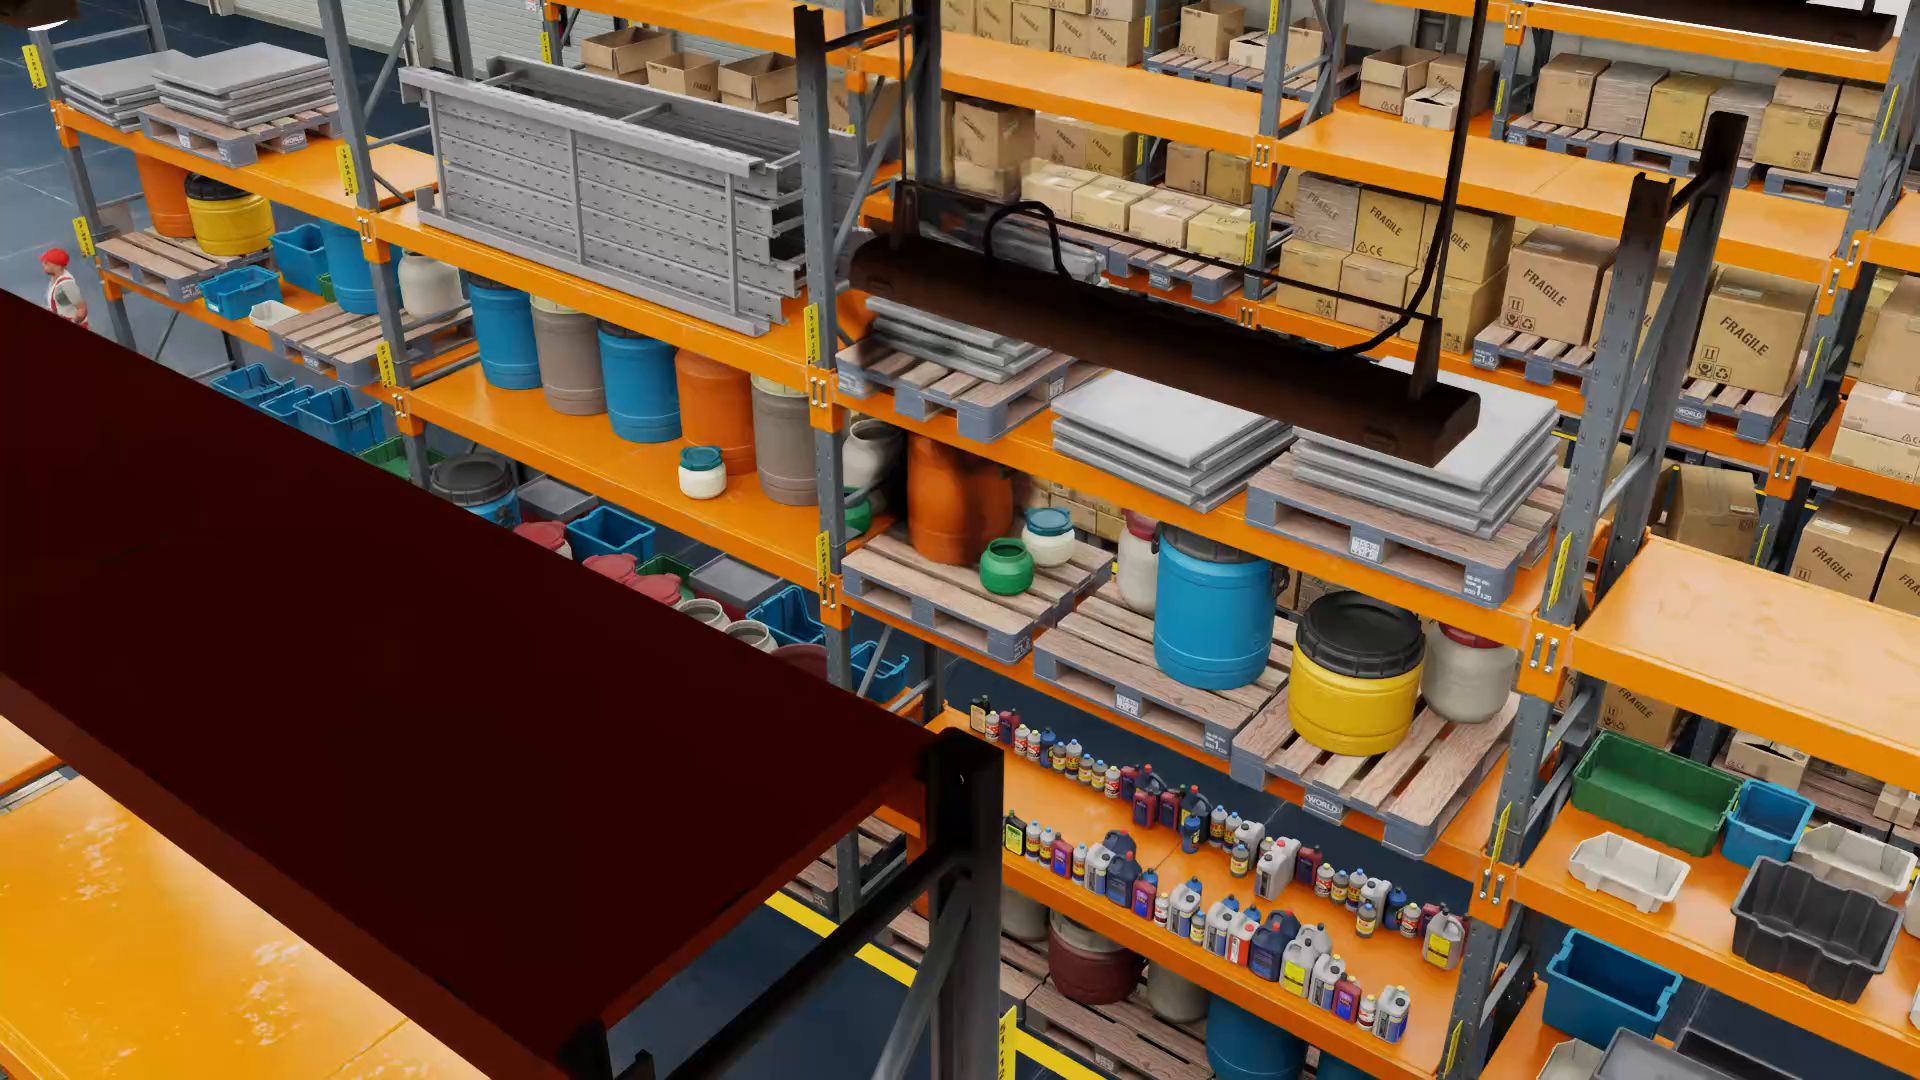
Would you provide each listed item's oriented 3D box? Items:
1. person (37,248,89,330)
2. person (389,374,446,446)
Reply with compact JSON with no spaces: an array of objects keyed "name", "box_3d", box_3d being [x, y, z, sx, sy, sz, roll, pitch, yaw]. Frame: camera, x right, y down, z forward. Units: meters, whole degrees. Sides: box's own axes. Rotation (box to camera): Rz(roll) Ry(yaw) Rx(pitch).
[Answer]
[{"name":"person","box_3d":[-9.190,-2.166,17.148,0.603,1.739,0.649,-17,35,-25]},{"name":"person","box_3d":[-5.109,-1.199,15.590,0.819,1.759,0.653,16,35,25]}]
